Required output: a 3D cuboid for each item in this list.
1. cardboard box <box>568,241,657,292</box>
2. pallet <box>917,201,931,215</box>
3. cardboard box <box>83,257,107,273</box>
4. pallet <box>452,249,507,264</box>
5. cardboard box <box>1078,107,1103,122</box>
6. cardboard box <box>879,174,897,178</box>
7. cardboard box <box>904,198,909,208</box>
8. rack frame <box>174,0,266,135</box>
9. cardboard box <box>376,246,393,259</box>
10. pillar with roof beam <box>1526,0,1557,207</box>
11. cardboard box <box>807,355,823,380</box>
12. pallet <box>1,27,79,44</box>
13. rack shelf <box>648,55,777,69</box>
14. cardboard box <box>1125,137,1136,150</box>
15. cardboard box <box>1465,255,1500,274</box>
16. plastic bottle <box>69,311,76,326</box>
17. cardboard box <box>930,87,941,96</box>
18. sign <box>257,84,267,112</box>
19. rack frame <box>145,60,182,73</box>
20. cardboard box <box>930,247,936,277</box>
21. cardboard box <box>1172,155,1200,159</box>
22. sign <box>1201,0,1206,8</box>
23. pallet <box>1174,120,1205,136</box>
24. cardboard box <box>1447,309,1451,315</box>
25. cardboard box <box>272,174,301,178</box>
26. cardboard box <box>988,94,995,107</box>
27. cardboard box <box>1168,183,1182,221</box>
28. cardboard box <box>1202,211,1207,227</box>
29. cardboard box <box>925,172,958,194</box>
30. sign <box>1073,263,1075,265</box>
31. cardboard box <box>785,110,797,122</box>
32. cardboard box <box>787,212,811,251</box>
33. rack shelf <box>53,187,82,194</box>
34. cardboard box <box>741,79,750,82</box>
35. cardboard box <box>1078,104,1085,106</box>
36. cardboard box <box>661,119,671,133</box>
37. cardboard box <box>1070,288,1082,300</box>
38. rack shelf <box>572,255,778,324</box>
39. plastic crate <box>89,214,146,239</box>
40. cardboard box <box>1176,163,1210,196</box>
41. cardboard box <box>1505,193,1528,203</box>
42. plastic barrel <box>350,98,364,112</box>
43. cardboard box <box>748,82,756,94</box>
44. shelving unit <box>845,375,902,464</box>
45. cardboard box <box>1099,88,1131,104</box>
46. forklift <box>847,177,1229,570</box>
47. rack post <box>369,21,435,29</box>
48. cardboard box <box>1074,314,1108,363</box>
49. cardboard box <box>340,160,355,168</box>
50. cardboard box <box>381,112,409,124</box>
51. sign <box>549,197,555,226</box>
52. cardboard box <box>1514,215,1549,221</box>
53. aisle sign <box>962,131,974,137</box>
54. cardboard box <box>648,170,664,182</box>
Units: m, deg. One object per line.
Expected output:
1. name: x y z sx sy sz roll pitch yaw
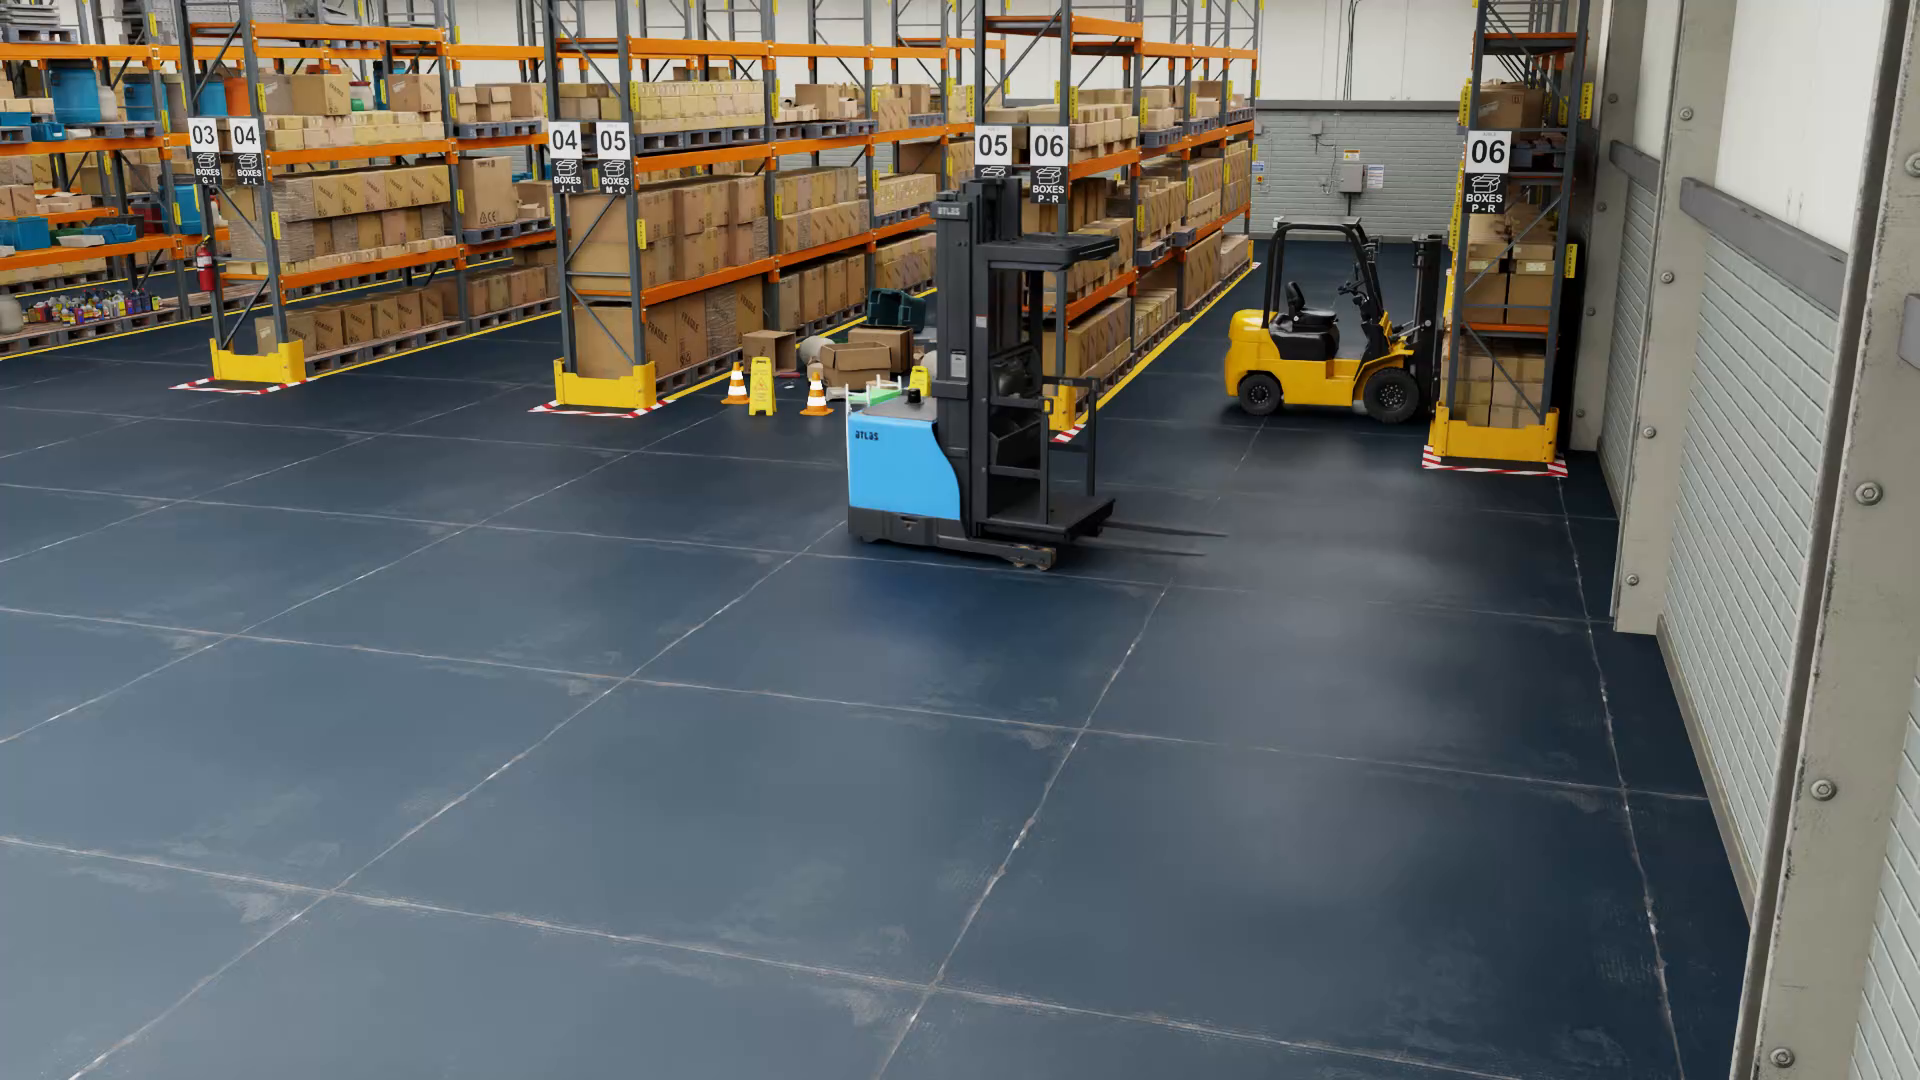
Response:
1. cardboard box: -4.068 -3.219 19.406 0.875 0.550 0.550 5 16 16
2. pallet: -1.076 -5.905 29.501 1.003 0.211 1.213 5 16 16
3. cardboard box: -15.996 -5.042 30.378 0.500 0.250 0.500 5 17 17
4. pallet: -10.023 -5.835 34.013 1.003 0.211 1.213 5 16 16
5. cardboard box: 1.402 -4.794 18.735 0.380 0.149 0.250 5 17 17
6. cardboard box: -1.346 -6.412 29.540 0.380 0.149 0.250 5 17 17
7. cardboard box: -1.085 -5.737 28.249 0.380 0.149 0.250 4 16 14
8. rack frame: -8.857 -6.343 19.702 1.000 3.000 0.127 5 16 16
9. cardboard box: -7.939 -3.913 22.587 0.380 0.149 0.250 5 16 16
10. pillar with roof beam: 7.455 -10.346 33.815 9.100 9.000 0.400 5 16 16
11. cardboard box: -1.716 -2.185 21.045 0.396 0.266 0.258 8 18 25
12. pallet: -13.021 -6.953 22.930 1.003 0.211 1.213 5 16 16
13. rack shelf: -4.878 -9.468 32.769 1.077 0.370 4.000 5 16 16
14. cardboard box: 1.985 -4.951 20.751 0.380 0.149 0.250 5 17 16
15. cardboard box: 5.235 -2.777 16.752 0.380 0.149 0.250 5 17 17
16. plastic bottle: -12.762 -3.184 23.880 0.097 0.201 0.097 0 16 0
17. cardboard box: -0.405 -8.046 29.831 0.380 0.149 0.250 4 16 15
18. sign: -8.336 -5.279 19.844 0.100 0.325 0.005 5 16 16
19. rack frame: -18.557 -11.682 38.523 1.000 3.000 0.127 5 16 16
20. cardboard box: -0.688 -4.972 29.673 0.500 0.500 0.500 4 16 15
21. cardboard box: 3.924 -6.502 29.241 0.500 0.500 0.500 4 16 15
22. sign: 4.662 -10.331 31.760 0.100 0.325 0.005 5 16 16
23. pallet: 3.050 -6.306 25.416 1.213 0.211 1.003 5 17 18
24. cardboard box: 6.103 -2.609 19.969 0.500 0.250 0.500 4 16 15
25. cardboard box: -8.801 -4.424 21.368 0.500 0.500 0.500 5 16 16
26. cardboard box: 0.386 -8.569 32.406 0.500 0.250 0.500 4 16 14
27. cardboard box: 2.919 -4.898 24.104 0.500 0.500 0.500 4 16 15
28. cardboard box: 3.719 -5.220 27.011 0.500 0.250 0.500 5 16 16
29. cardboard box: -0.337 -6.487 30.474 0.500 0.500 0.500 4 16 15
30. sign: 1.165 -3.063 17.545 0.100 0.325 0.005 5 16 16
31. cardboard box: -2.460 -5.917 23.204 0.250 0.149 0.380 5 16 16
32. cardboard box: -2.443 -4.390 23.625 0.500 0.500 0.500 5 17 16
33. rack shelf: -19.125 -7.926 37.595 1.077 0.370 4.000 5 16 16
34. cardboard box: -4.681 -9.106 33.805 0.700 0.500 0.500 4 16 14
35. cardboard box: 1.333 -5.314 20.568 0.380 0.149 0.250 5 17 18
36. cardboard box: -3.582 -4.816 19.321 0.380 0.149 0.250 5 16 16
37. cardboard box: 1.151 -2.771 18.562 0.380 0.149 0.250 4 16 14
38. rack shelf: -3.561 -3.223 21.015 1.077 0.370 4.000 5 16 16
39. plastic crate: -12.739 -4.731 25.125 0.767 0.338 0.504 5 16 16
40. cardboard box: 3.733 -5.817 26.826 0.500 0.500 0.500 5 17 17
41. cardboard box: 7.975 -4.770 24.198 0.500 0.500 0.500 5 17 18
42. plastic barrel: -10.810 -7.764 29.723 0.294 0.245 0.294 0 16 0
43. cardboard box: -2.863 -5.862 21.549 0.380 0.149 0.250 5 16 16
44. shelving unit: -0.729 -0.792 14.410 0.258 1.200 0.503 8 17 30
45. cardboard box: 2.093 -5.979 22.504 0.500 0.250 0.500 5 17 17
46. forklift: 0.628 -1.341 13.187 3.031 2.935 1.130 7 17 25
47. rack post: -10.464 -9.613 31.367 0.937 0.300 0.954 4 16 15
48. cardboard box: 1.440 -2.392 19.662 0.500 0.500 0.500 5 17 17
49. cardboard box: -13.817 -8.186 37.010 0.500 0.500 0.500 5 17 16
50. cardboard box: -7.741 -5.750 22.650 0.380 0.149 0.250 4 16 14
51. sign: -4.646 -3.763 19.043 0.100 0.325 0.005 5 16 16
52. cardboard box: 6.741 -3.748 19.628 0.380 0.149 0.250 5 16 16
53. aisle sign: 0.150 -8.525 33.625 0.394 0.787 0.004 5 16 16
54. cardboard box: -5.826 -6.781 30.218 0.797 0.503 0.637 5 17 16
